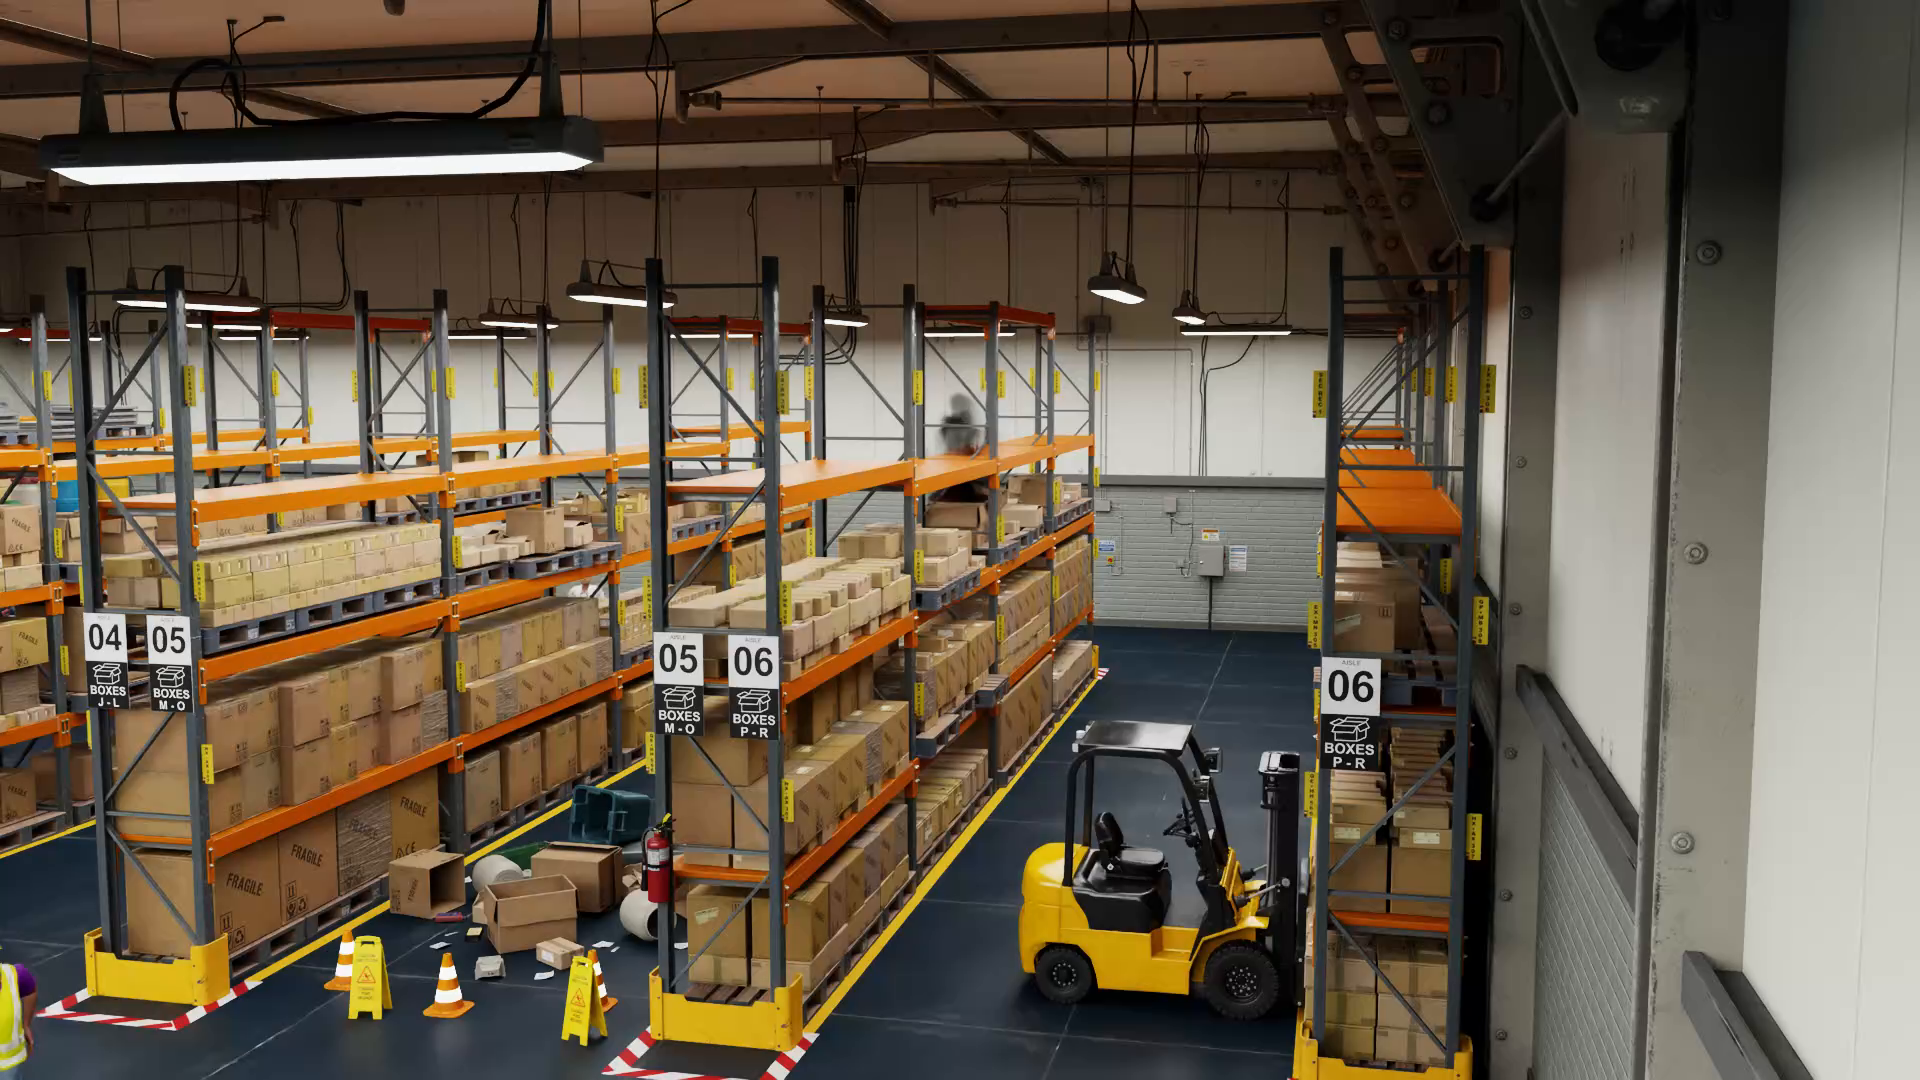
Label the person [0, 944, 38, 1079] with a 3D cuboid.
[{"bbox_3d":[-5.981,3.279,10.186,0.658,1.829,0.751,-4,7,-33],"label":"person"}]

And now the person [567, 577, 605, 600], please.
[{"bbox_3d":[-6.475,1.415,28.688,0.722,1.714,0.619,0,6,-3],"label":"person"}]
